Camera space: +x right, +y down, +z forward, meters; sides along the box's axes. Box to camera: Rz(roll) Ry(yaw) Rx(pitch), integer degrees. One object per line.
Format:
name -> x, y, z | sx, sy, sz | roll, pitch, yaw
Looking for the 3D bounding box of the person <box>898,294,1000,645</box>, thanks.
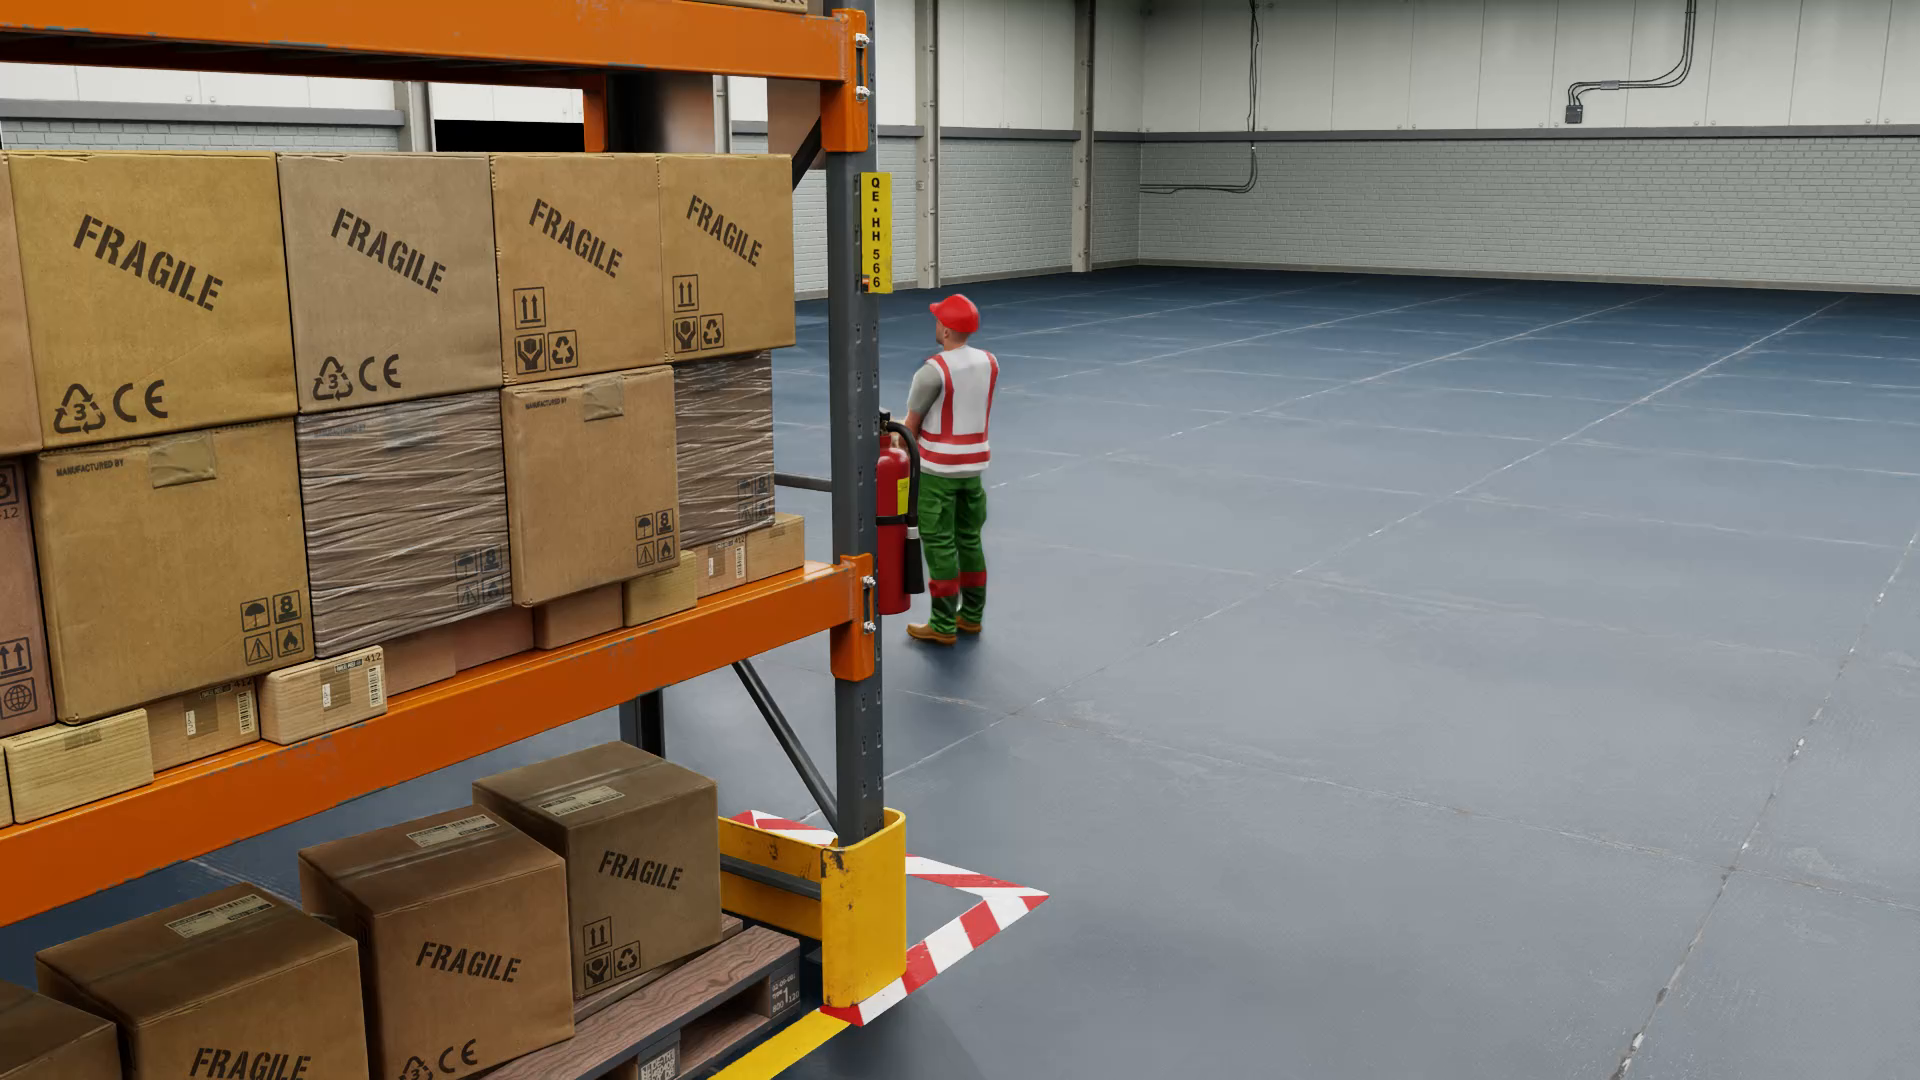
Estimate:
person -> -0.094, -0.366, 8.515 | 0.514, 1.793, 0.526 | -10, 16, -38
